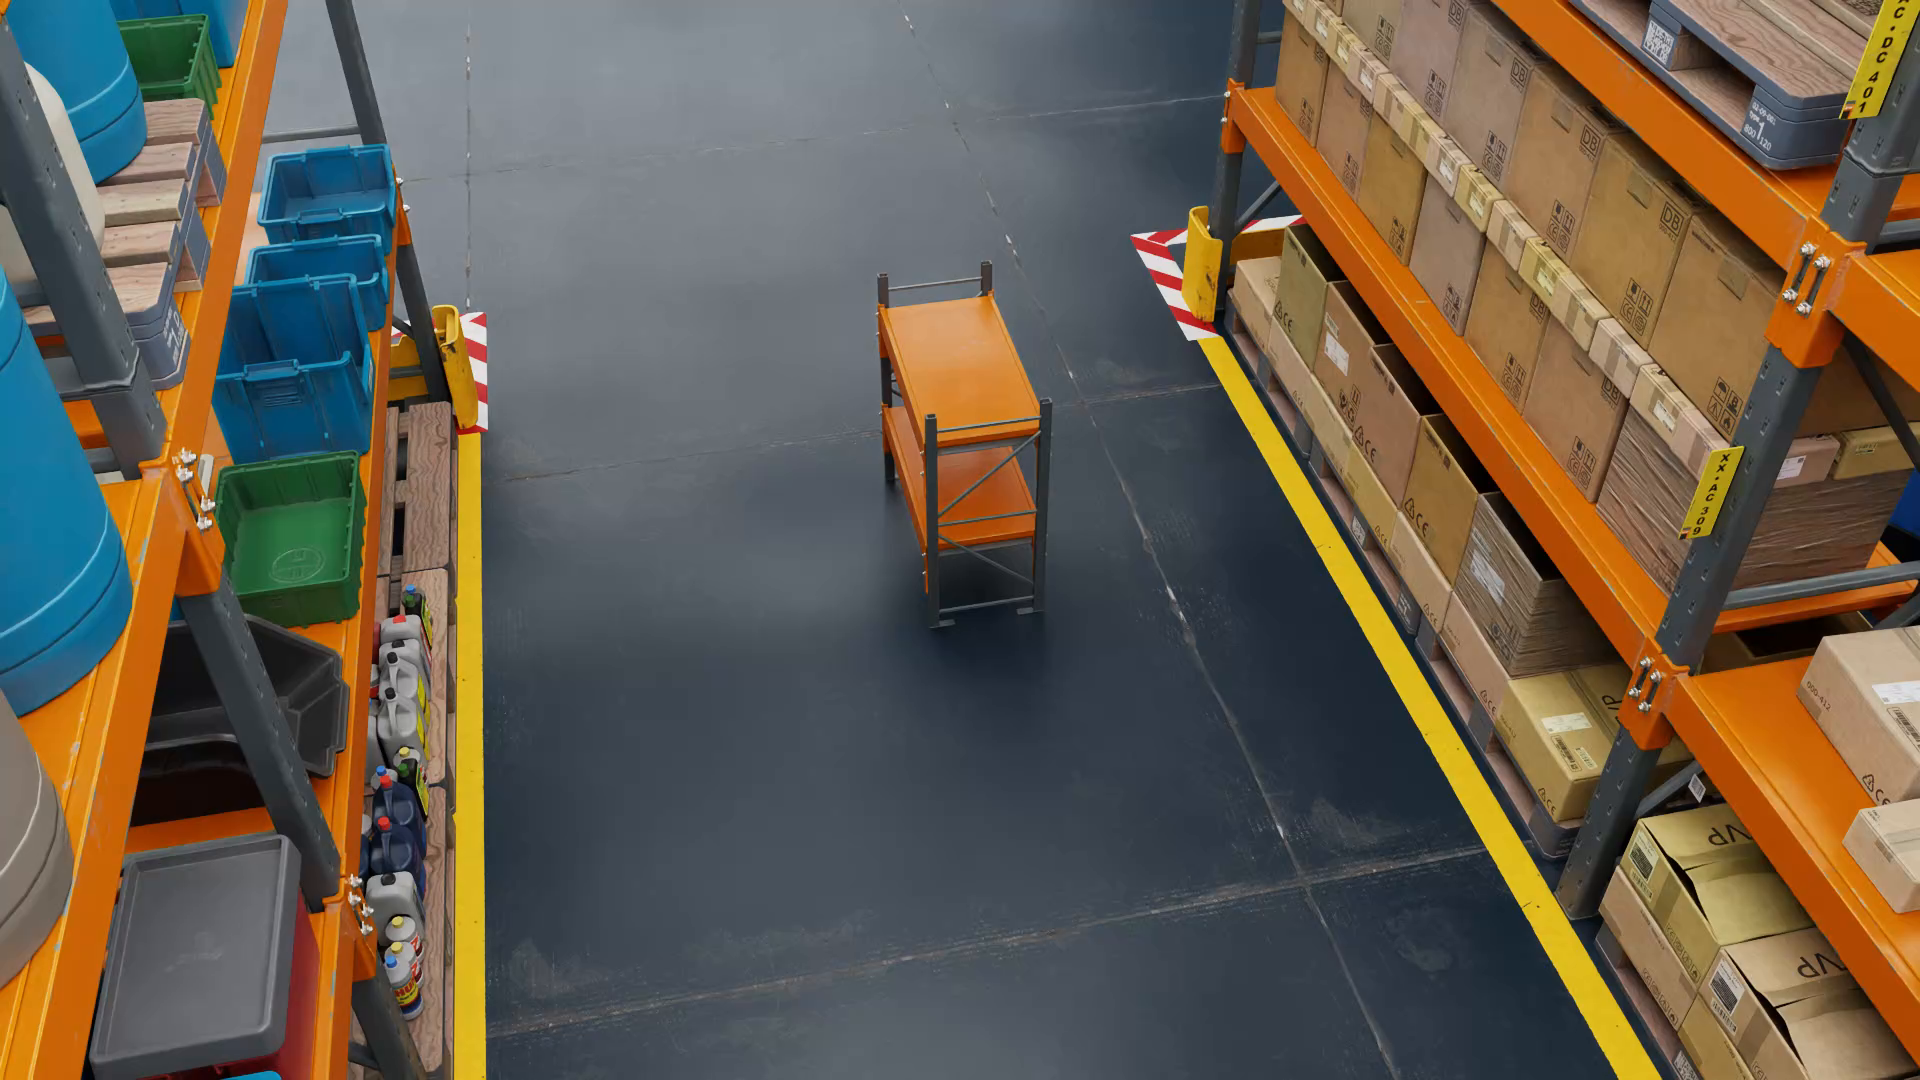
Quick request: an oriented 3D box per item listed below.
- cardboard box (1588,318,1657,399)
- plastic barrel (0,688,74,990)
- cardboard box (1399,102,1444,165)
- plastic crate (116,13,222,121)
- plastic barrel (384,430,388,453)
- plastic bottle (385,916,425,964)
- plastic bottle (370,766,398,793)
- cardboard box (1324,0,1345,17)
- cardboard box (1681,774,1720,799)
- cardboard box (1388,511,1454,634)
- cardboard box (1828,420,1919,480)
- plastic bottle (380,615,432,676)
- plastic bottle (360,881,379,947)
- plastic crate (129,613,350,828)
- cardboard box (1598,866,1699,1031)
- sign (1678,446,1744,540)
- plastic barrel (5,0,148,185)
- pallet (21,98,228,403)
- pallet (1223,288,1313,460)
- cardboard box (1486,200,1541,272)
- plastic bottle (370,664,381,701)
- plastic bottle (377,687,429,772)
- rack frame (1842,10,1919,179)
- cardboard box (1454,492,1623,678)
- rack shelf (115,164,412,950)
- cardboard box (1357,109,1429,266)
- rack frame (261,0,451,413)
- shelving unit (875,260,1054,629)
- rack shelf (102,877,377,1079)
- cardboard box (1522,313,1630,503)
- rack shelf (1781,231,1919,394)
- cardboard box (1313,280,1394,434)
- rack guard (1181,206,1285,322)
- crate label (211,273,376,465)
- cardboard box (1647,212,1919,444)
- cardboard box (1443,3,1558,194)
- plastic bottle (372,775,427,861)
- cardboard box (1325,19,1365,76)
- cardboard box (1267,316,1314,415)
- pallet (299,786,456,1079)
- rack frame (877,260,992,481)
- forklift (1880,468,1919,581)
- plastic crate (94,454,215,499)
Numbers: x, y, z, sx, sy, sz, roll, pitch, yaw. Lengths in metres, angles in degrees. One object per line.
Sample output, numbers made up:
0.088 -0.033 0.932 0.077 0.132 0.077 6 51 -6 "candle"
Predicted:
2.288 -0.613 5.399 0.380 0.149 0.250 -10 42 -11 "cardboard box"
-1.708 0.263 2.339 0.600 0.901 0.600 0 42 0 "plastic barrel"
1.958 -1.611 6.523 0.380 0.149 0.250 -9 42 -10 "cardboard box"
-2.245 -1.255 4.586 0.336 0.188 0.450 -8 42 -9 "plastic crate"
-2.817 -0.554 7.454 0.421 0.512 0.421 0 42 0 "plastic barrel"
-1.855 1.331 5.550 0.097 0.201 0.097 0 42 0 "plastic bottle"
-2.049 0.911 5.970 0.097 0.271 0.097 0 42 0 "plastic bottle"
1.903 -2.634 7.187 0.700 0.500 0.500 -8 42 -9 "cardboard box"
2.863 0.670 6.273 0.500 0.250 0.500 -8 42 -9 "cardboard box"
2.133 0.097 6.918 0.500 0.250 0.500 -8 42 -9 "cardboard box"
2.798 -0.340 5.091 0.380 0.149 0.250 -8 42 -9 "cardboard box"
-2.182 0.406 6.535 0.152 0.276 0.135 -8 42 -9 "plastic bottle"
-2.012 1.242 5.588 0.061 0.283 0.133 -8 42 -9 "plastic bottle"
-2.159 0.515 4.738 0.767 0.338 0.504 -8 42 -9 "plastic crate"
2.512 1.311 5.551 0.500 0.250 0.500 -9 42 -10 "cardboard box"
2.125 -0.130 4.707 0.100 0.325 0.005 -8 42 -9 "sign"
-2.281 -1.277 3.757 0.600 0.901 0.708 -8 42 -9 "plastic barrel"
-2.422 -0.655 3.893 1.213 0.211 1.003 -8 42 -9 "pallet"
2.009 -0.918 8.407 1.003 0.211 1.213 -8 42 -9 "pallet"
2.126 -1.106 5.955 0.380 0.149 0.250 -7 42 -8 "cardboard box"
-2.270 0.554 6.425 0.097 0.201 0.097 0 42 0 "plastic bottle"
-2.072 0.695 6.153 0.144 0.351 0.185 -9 42 -10 "plastic bottle"
2.667 -2.101 3.120 1.000 3.000 0.127 -8 42 -9 "rack frame"
2.257 0.138 6.307 0.500 0.500 0.500 -8 42 -9 "cardboard box"
-2.602 -0.178 6.014 1.077 0.370 4.000 -8 42 -9 "rack shelf"
2.111 -1.521 6.910 0.700 0.500 0.500 -8 42 -9 "cardboard box"
-3.034 -1.743 7.236 1.000 3.000 0.127 -8 42 -9 "rack frame"
0.001 -0.416 7.153 0.538 1.125 1.048 -8 42 -9 "shelving unit"
-1.739 2.415 3.093 1.077 0.370 4.000 -8 42 -9 "rack shelf"
2.445 -0.523 5.786 0.700 0.500 0.500 -9 42 -10 "cardboard box"
3.098 0.586 2.894 1.077 0.370 4.000 -8 42 -9 "rack shelf"
1.932 -0.834 7.402 0.500 0.500 0.500 -8 42 -9 "cardboard box"
1.798 -1.531 8.880 1.175 0.500 0.348 -8 42 -9 "rack guard"
-2.373 -0.602 5.924 0.502 0.435 0.616 -8 42 -9 "crate label"
2.565 -0.667 4.971 0.700 0.500 0.500 -8 42 -9 "cardboard box"
2.240 -1.643 6.070 0.700 0.500 0.500 -8 42 -9 "cardboard box"
-1.980 0.971 5.843 0.144 0.351 0.185 -10 43 -11 "plastic bottle"
1.790 -2.113 7.088 0.380 0.149 0.250 -8 42 -9 "cardboard box"
1.813 -0.876 8.014 0.500 0.250 0.500 -8 42 -9 "cardboard box"
-2.275 1.451 5.738 1.003 0.211 1.213 -8 42 -9 "pallet"
-0.108 -0.746 7.525 0.500 1.125 0.032 -8 42 -9 "rack frame"
5.201 -0.541 5.934 1.130 2.935 3.031 -30 50 -30 "forklift"
-2.768 -0.068 5.547 0.530 0.136 0.437 -8 42 -9 "plastic crate"
